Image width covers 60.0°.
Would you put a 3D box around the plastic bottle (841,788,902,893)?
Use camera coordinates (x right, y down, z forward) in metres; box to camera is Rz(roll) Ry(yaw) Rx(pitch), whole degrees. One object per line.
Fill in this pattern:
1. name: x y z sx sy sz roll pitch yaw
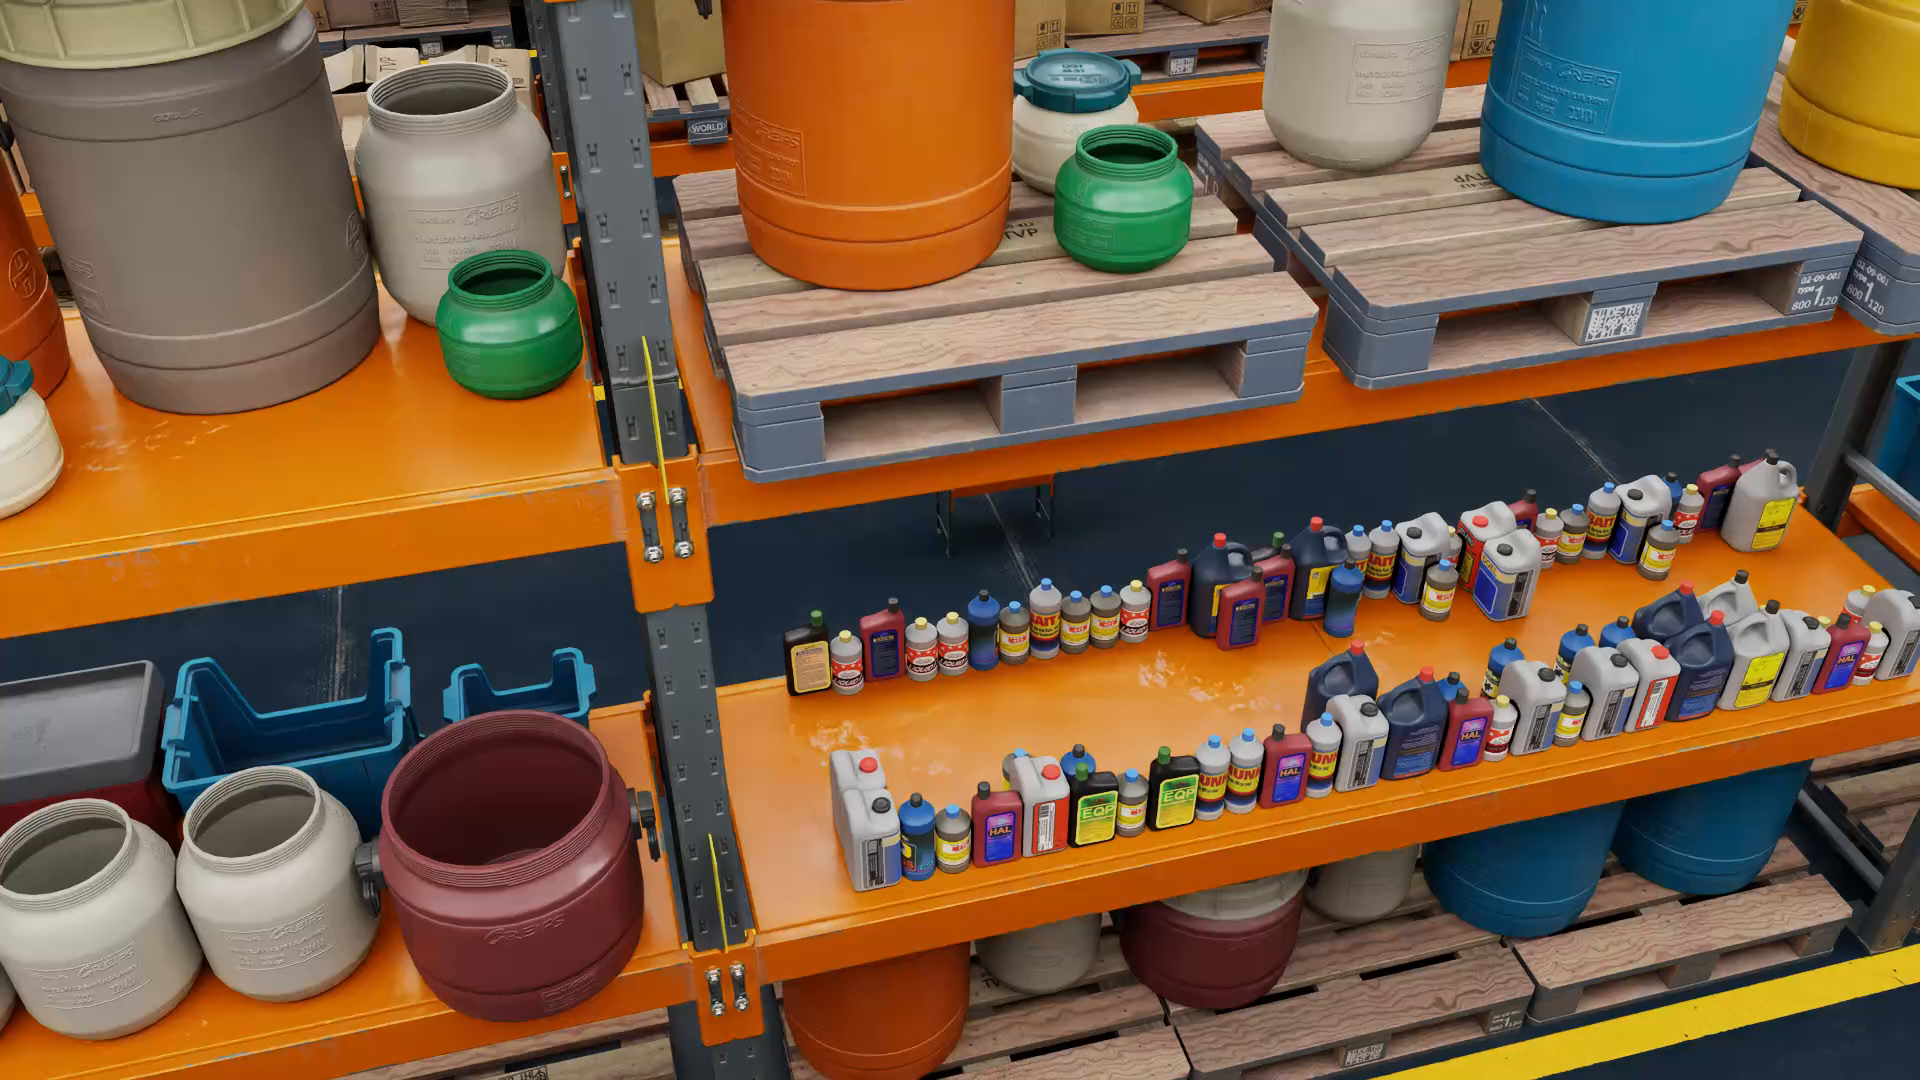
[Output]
1. plastic bottle: -0.232 0.772 4.374 0.135 0.276 0.152 -9 38 -12

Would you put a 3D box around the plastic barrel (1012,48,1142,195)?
1. plastic barrel: 0.262 -0.957 3.832 0.301 0.262 0.301 0 37 0

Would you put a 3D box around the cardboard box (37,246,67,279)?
1. cardboard box: -4.585 -1.364 8.521 0.500 0.311 0.500 -9 38 -12

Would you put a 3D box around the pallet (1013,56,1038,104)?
1. pallet: -0.146 -2.539 8.758 1.213 0.211 1.003 -9 38 -12

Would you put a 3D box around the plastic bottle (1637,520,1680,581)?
1. plastic bottle: 2.278 0.025 5.412 0.097 0.201 0.097 0 37 0

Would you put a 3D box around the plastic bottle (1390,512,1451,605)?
1. plastic bottle: 1.463 0.050 5.317 0.135 0.276 0.152 -9 38 -12

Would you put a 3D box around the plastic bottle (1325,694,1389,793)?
1. plastic bottle: 1.106 0.552 4.661 0.135 0.276 0.152 -9 38 -12

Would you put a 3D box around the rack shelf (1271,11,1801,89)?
1. rack shelf: 3.770 -2.969 9.755 4.000 0.370 1.077 -9 38 -12

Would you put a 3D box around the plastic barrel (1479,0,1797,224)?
1. plastic barrel: 1.519 -1.229 3.661 0.708 0.901 0.600 -9 38 -12

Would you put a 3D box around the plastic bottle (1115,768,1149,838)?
1. plastic bottle: 0.462 0.705 4.523 0.097 0.201 0.097 0 37 0

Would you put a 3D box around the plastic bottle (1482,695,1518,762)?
1. plastic bottle: 1.533 0.529 4.753 0.097 0.201 0.097 0 37 0

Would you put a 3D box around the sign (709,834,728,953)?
1. sign: -0.584 0.858 4.025 0.005 0.325 0.100 -9 38 -12

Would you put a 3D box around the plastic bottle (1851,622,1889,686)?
1. plastic bottle: 2.726 0.333 5.009 0.097 0.201 0.097 0 37 0

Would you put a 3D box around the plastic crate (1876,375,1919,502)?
1. plastic crate: 3.489 -0.324 5.668 0.575 0.384 0.392 -9 38 -12

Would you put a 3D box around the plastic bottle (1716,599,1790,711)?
1. plastic bottle: 2.325 0.325 4.897 0.185 0.351 0.144 -9 38 -12

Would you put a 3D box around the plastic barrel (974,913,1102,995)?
1. plastic barrel: 0.255 1.194 5.423 0.421 0.512 0.421 0 37 0

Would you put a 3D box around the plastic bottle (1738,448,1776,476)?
1. plastic bottle: 2.662 -0.178 5.610 0.133 0.283 0.061 -9 38 -12

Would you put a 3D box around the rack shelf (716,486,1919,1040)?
1. rack shelf: 1.196 0.570 5.128 4.000 0.370 1.077 -9 38 -12

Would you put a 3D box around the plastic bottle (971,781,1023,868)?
1. plastic bottle: 0.097 0.744 4.405 0.133 0.283 0.061 -9 38 -12

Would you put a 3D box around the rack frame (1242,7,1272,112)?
1. rack frame: 1.839 -2.938 9.122 0.127 3.000 1.000 -9 38 -12

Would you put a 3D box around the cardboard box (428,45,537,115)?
1. cardboard box: -2.385 -2.237 8.279 0.500 0.311 0.500 -7 38 -9

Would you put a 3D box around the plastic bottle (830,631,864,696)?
1. plastic bottle: -0.339 0.359 4.976 0.097 0.201 0.097 0 37 0

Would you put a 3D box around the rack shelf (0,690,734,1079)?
1. rack shelf: -2.665 1.204 4.299 4.000 0.370 1.077 -9 38 -12

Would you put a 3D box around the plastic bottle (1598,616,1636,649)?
1. plastic bottle: 1.941 0.339 4.944 0.097 0.271 0.097 0 37 0

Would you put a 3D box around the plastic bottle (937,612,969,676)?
1. plastic bottle: -0.022 0.307 5.044 0.097 0.201 0.097 0 37 0

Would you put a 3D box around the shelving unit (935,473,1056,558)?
1. shelving unit: 0.160 -0.503 7.420 0.503 1.200 0.258 -9 38 -12

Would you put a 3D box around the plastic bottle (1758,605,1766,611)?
1. plastic bottle: 2.428 0.287 5.070 0.097 0.201 0.097 0 37 0

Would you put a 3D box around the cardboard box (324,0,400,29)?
1. cardboard box: -4.526 -4.233 12.511 0.500 0.500 0.700 -9 38 -12

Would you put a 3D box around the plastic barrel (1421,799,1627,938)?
1. plastic barrel: 1.914 0.823 5.587 0.708 0.901 0.600 -9 38 -12

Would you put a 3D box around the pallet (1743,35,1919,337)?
1. pallet: 2.396 -0.967 4.232 1.003 0.211 1.213 -9 38 -12

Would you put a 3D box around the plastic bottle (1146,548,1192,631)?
1. plastic bottle: 0.648 0.153 5.178 0.133 0.283 0.061 -9 38 -12

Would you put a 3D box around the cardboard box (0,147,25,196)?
1. cardboard box: -4.630 -1.906 7.691 0.500 0.500 0.500 -7 38 -9

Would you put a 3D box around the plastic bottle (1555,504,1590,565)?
1. plastic bottle: 2.015 -0.028 5.481 0.097 0.201 0.097 0 37 0

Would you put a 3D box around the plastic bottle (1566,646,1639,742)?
1. plastic bottle: 1.862 0.428 4.823 0.135 0.276 0.152 -9 38 -12

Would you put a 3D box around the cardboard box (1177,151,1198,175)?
1. cardboard box: 1.438 -1.874 9.426 0.500 0.500 0.500 -10 38 -12

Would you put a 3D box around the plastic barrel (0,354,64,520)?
1. plastic barrel: -1.901 -0.197 3.183 0.301 0.262 0.301 0 37 0

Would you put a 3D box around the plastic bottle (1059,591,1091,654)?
1. plastic bottle: 0.354 0.245 5.125 0.097 0.201 0.097 0 37 0

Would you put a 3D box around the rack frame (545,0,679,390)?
1. rack frame: -0.734 -1.781 2.672 0.127 3.000 1.000 -9 38 -12

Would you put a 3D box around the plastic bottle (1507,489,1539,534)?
1. plastic bottle: 1.805 -0.037 5.426 0.133 0.283 0.061 -9 38 -12

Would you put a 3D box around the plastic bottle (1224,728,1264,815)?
1. plastic bottle: 0.779 0.625 4.570 0.097 0.271 0.097 0 37 0

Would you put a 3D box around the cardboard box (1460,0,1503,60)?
1. cardboard box: 2.896 -2.982 9.097 0.500 0.500 0.500 -9 38 -11

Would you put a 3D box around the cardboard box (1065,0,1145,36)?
1. cardboard box: 0.676 -3.055 8.846 0.500 0.500 0.700 -4 38 -5

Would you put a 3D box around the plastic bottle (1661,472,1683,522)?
1. plastic bottle: 2.333 -0.108 5.528 0.097 0.271 0.097 0 37 0

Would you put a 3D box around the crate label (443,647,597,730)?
1. crate label: -1.239 0.515 4.746 0.416 0.233 0.303 -9 38 -12

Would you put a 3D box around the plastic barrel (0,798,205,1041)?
1. plastic barrel: -2.079 0.912 3.997 0.421 0.512 0.421 0 37 0

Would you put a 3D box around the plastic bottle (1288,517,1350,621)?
1. plastic bottle: 1.120 0.075 5.224 0.185 0.351 0.144 -9 38 -12

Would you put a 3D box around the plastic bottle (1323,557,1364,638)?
1. plastic bottle: 1.194 0.170 5.165 0.097 0.271 0.097 0 37 0

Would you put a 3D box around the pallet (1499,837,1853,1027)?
1. pallet: 2.371 1.173 6.042 1.213 0.211 1.003 -9 38 -12

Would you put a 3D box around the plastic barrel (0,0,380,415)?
1. plastic barrel: -1.584 -0.786 3.427 0.600 0.901 0.600 0 37 0

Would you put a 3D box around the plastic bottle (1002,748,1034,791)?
1. plastic bottle: 0.164 0.658 4.584 0.097 0.201 0.097 0 37 0

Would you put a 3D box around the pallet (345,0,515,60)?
1. pallet: -4.072 -3.979 12.778 1.213 0.211 1.003 -9 38 -12

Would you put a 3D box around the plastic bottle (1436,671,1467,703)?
1. plastic bottle: 1.388 0.487 4.751 0.097 0.271 0.097 0 37 0

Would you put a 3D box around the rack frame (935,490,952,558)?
1. rack frame: -0.076 -0.464 7.369 0.015 1.200 0.240 -9 38 -12
